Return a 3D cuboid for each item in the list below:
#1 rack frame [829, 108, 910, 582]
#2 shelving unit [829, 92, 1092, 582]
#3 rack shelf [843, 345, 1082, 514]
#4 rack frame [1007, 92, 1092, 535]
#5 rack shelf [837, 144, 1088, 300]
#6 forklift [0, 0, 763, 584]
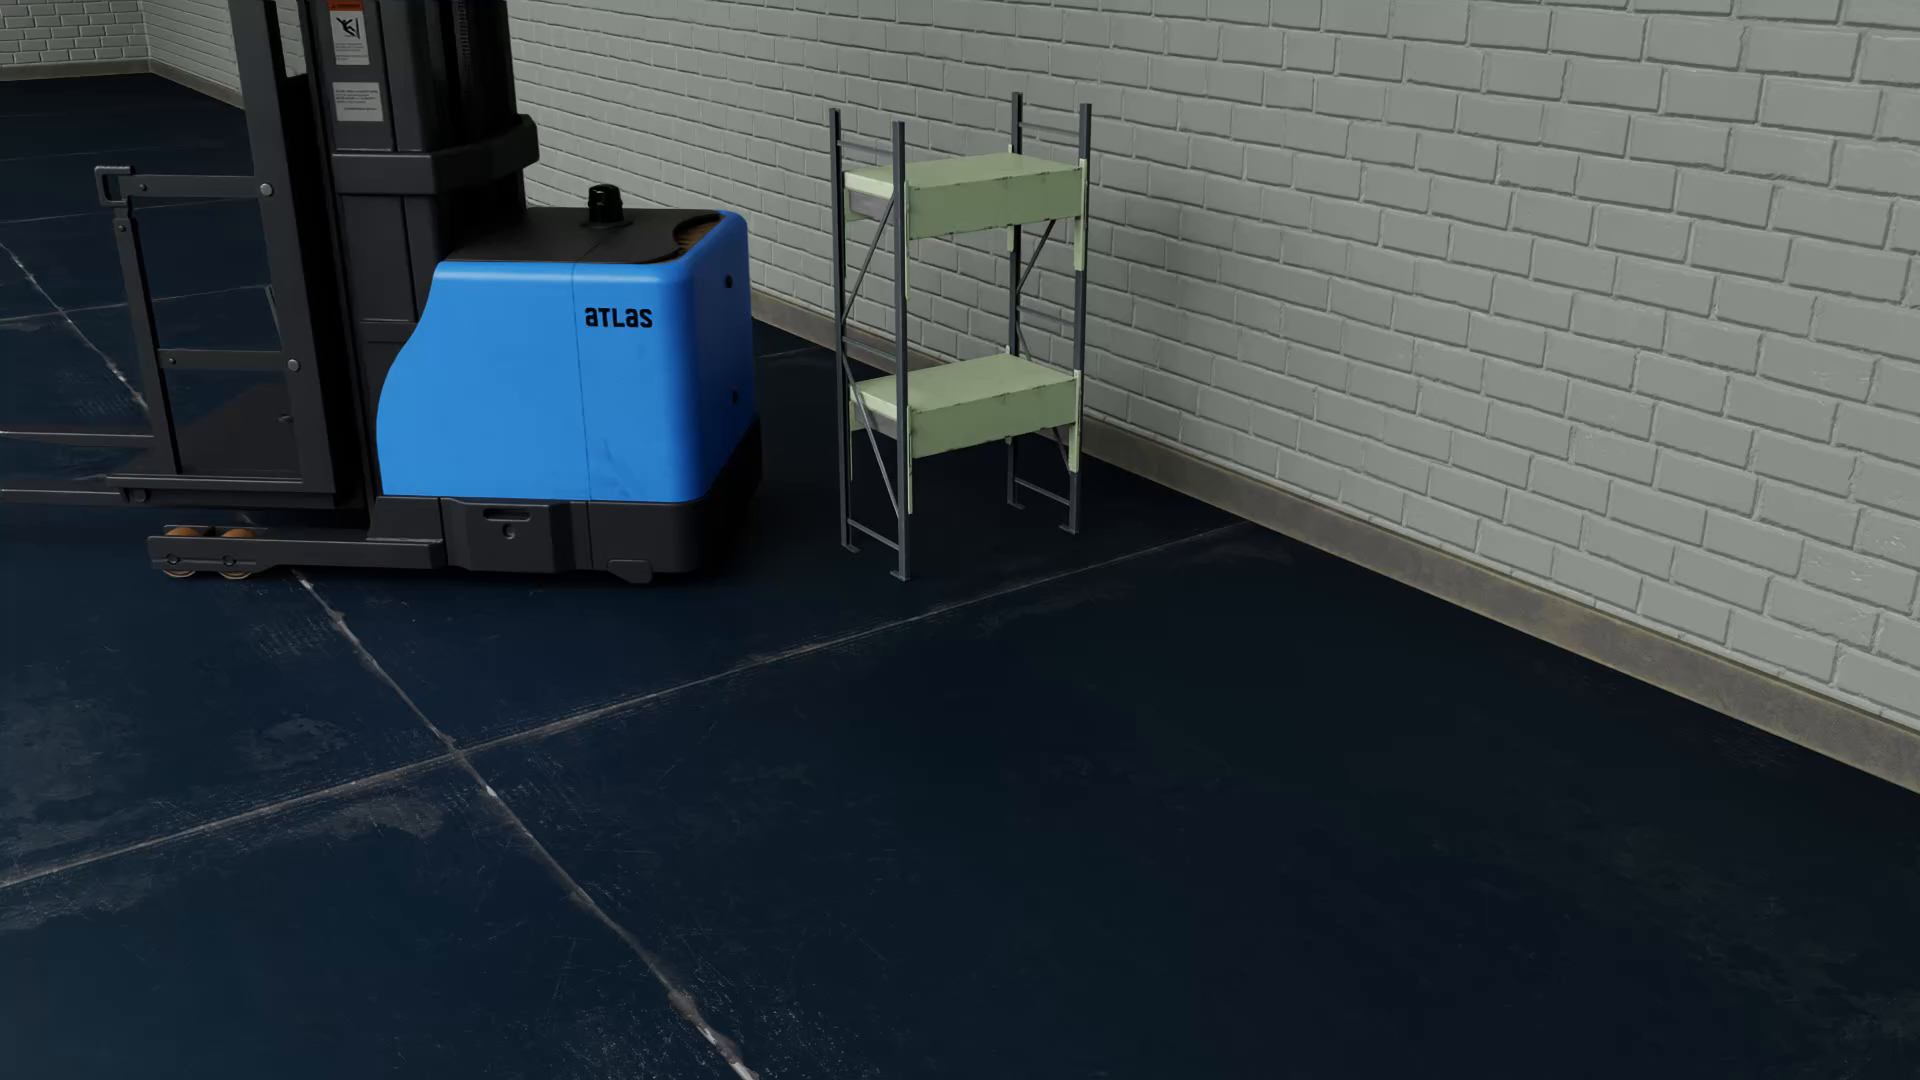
[{"bbox_3d":[-0.292,-0.619,5.424,0.023,1.500,0.400,-15,26,-33],"label":"rack frame"},{"bbox_3d":[0.005,-0.698,5.622,0.755,1.500,0.431,-15,26,-33],"label":"shelving unit"},{"bbox_3d":[0.005,-0.395,5.743,0.720,0.370,0.431,-15,26,-33],"label":"rack shelf"},{"bbox_3d":[0.303,-0.777,5.821,0.023,1.500,0.400,-15,26,-33],"label":"rack frame"},{"bbox_3d":[0.005,-1.061,5.477,0.720,0.370,0.431,-15,26,-33],"label":"rack shelf"},{"bbox_3d":[-2.292,-1.421,5.504,3.031,2.935,1.130,2,22,4],"label":"forklift"}]
